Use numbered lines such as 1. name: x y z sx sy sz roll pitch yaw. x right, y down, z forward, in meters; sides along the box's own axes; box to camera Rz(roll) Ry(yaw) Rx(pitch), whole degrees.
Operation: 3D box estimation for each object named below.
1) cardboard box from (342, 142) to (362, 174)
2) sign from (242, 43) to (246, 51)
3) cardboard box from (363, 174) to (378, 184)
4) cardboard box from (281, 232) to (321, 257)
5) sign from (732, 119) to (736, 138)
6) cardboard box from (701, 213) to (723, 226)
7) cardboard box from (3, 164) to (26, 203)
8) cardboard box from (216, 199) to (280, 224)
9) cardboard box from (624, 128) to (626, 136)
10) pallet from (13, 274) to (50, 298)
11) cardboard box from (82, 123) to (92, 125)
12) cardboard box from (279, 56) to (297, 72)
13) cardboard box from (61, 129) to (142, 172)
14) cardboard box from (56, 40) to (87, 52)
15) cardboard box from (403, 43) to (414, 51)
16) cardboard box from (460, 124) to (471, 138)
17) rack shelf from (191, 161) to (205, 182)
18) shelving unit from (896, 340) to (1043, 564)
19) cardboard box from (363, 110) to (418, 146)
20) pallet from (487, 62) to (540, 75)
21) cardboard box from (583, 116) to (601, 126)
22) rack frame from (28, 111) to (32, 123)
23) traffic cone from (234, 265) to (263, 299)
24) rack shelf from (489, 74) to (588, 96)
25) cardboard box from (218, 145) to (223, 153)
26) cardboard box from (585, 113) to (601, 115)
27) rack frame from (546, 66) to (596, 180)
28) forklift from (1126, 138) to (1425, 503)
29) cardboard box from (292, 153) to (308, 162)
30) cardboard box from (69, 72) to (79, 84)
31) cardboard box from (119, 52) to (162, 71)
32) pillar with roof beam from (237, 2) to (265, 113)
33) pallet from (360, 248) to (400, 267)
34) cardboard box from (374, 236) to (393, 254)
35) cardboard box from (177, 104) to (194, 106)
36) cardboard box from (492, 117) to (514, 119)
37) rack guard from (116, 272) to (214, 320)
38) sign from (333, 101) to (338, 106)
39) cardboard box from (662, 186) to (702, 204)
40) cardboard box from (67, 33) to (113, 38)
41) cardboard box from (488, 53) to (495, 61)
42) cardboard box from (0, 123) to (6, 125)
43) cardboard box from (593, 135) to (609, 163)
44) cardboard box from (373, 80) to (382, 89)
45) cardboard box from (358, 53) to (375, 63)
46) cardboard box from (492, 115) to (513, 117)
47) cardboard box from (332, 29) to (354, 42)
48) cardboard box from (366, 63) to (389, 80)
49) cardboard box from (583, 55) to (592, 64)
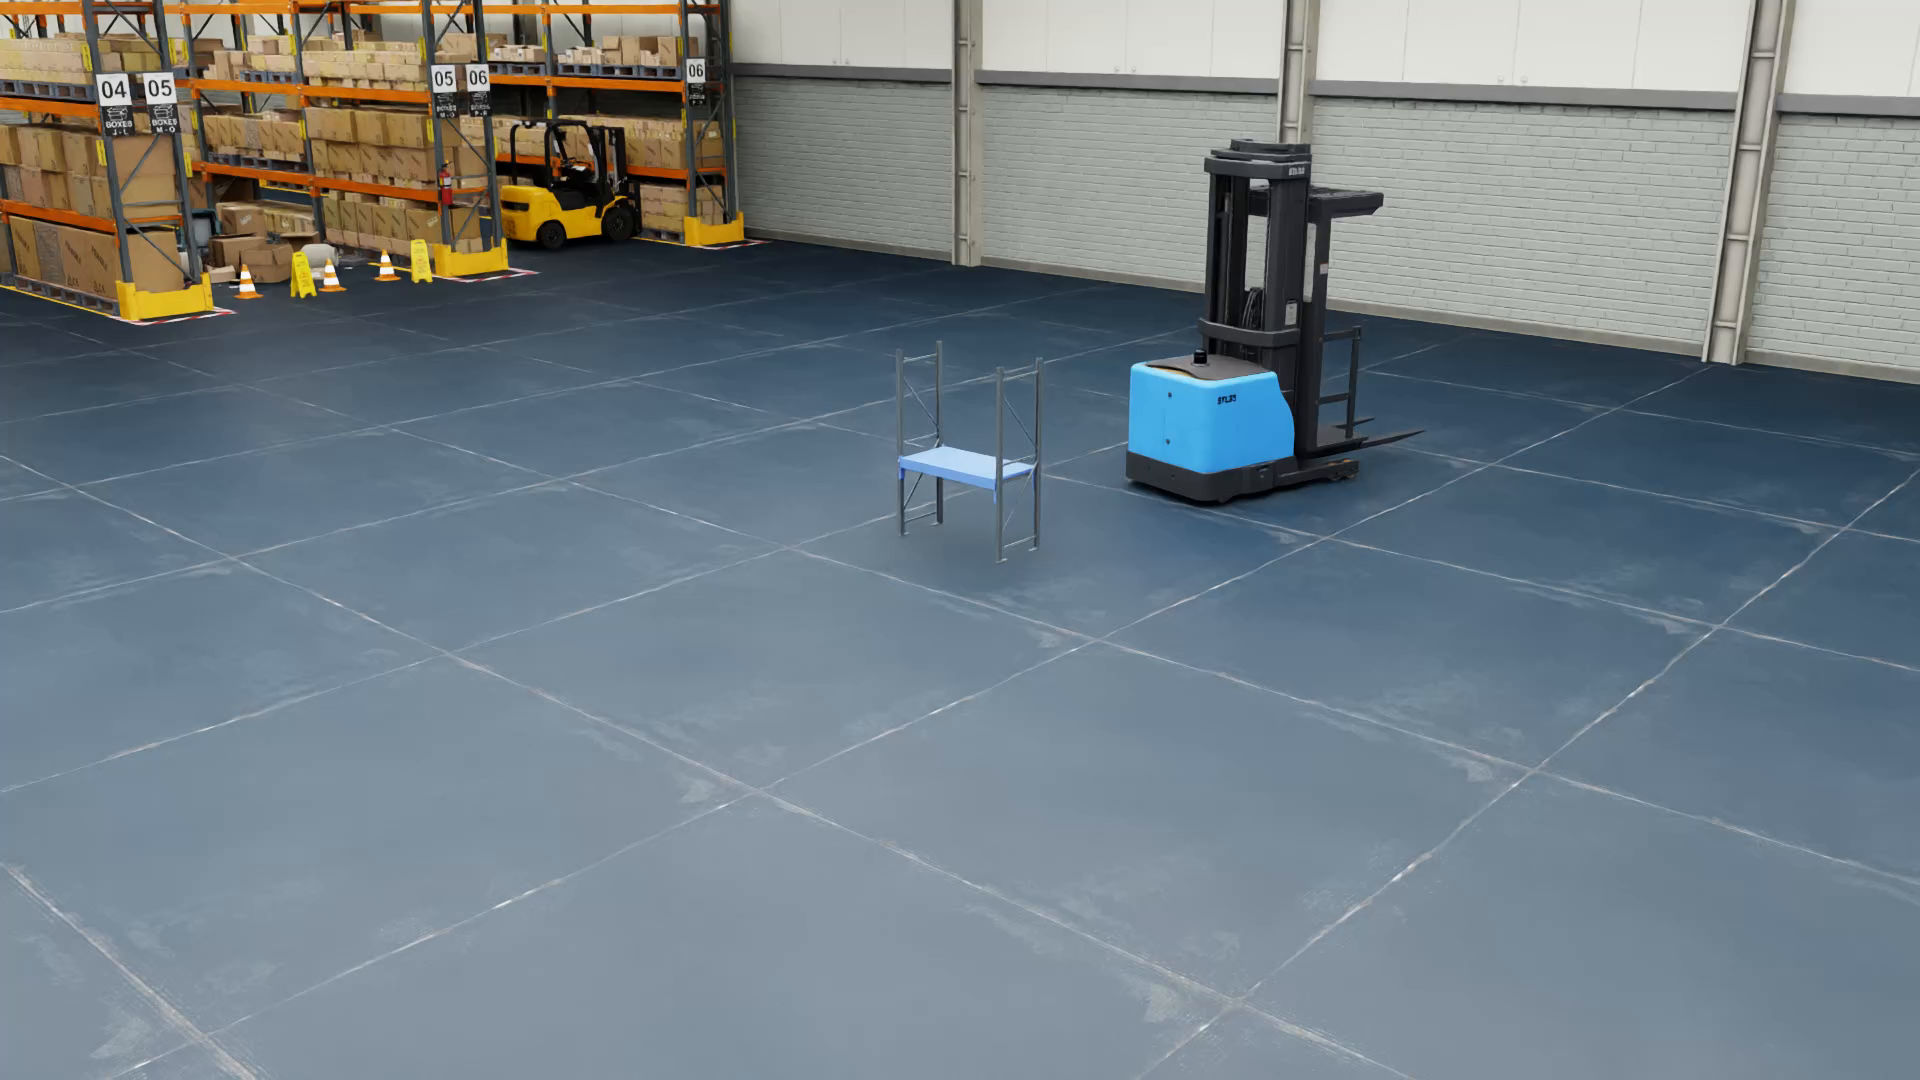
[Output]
1. cardboard box: -9.835 -6.345 27.487 0.500 0.500 0.500 15 23 39
2. sign: -13.367 -9.107 31.037 0.005 0.325 0.100 15 23 39
3. cardboard box: -9.556 -5.947 27.307 0.250 0.149 0.380 15 23 39
4. cardboard box: -10.838 -4.793 27.382 0.500 0.500 0.500 -3 18 -8
5. sign: -4.080 -7.401 29.912 0.005 0.325 0.100 15 23 39
6. cardboard box: -4.690 -5.859 30.465 0.500 0.250 0.500 15 23 39
7. cardboard box: -13.663 -5.366 24.812 0.550 0.550 0.875 15 23 39
8. cardboard box: -13.312 -6.141 31.153 0.625 0.372 0.950 13 22 36
9. cardboard box: -6.001 -7.512 30.586 0.250 0.149 0.380 15 23 39
10. pallet: -13.430 -3.866 24.945 1.213 0.211 1.003 15 23 39
11. cardboard box: -17.625 -8.297 34.132 0.500 0.500 0.500 14 23 38
12. cardboard box: -11.270 -8.149 28.424 0.500 0.250 0.500 14 23 38
13. cardboard box: -12.008 -5.465 23.339 0.550 0.550 0.875 15 23 39
14. cardboard box: -11.810 -6.593 22.206 0.250 0.149 0.380 16 23 40
15. cardboard box: -11.411 -10.304 34.759 0.250 0.149 0.380 15 23 38
16. cardboard box: -9.893 -8.354 33.899 0.500 0.250 0.500 16 24 41
17. rack shelf: -15.224 -7.368 32.557 4.000 0.370 1.077 15 23 39
18. shelving unit: 0.064 -0.698 12.831 1.048 1.500 0.538 15 23 39
19. cardboard box: -9.095 -6.604 26.653 0.500 0.500 0.700 15 23 39
20. pallet: -9.031 -9.433 33.228 1.213 0.211 1.003 16 24 42
21. cardboard box: -6.826 -7.841 31.130 0.250 0.149 0.380 16 23 40
22. rack frame: -19.712 -8.915 36.245 0.127 3.000 1.000 15 23 39
23. traffic cone: -10.410 -3.781 24.261 0.334 0.463 0.336 15 23 39
24. rack shelf: -8.941 -9.118 33.114 4.000 0.370 1.077 15 23 39
25. cardboard box: -13.420 -7.218 30.617 0.250 0.149 0.380 13 22 36
26. cardboard box: -7.005 -8.132 32.049 0.250 0.149 0.380 15 23 39
27. rack frame: -7.445 -7.630 32.194 0.127 3.000 1.000 15 23 39
28. forklift: 2.954 -2.036 14.680 3.031 2.935 1.130 -12 21 -34
29. cardboard box: -11.305 -6.627 28.756 0.250 0.149 0.380 15 23 40
30. cardboard box: -11.616 -6.161 22.163 0.250 0.149 0.380 15 23 40
31. cardboard box: -11.145 -6.465 22.463 0.500 0.250 0.500 15 23 39
32. pillar with roof beam: -20.696 -12.670 38.157 0.400 9.000 9.100 15 23 39
33. pallet: -9.294 -4.805 27.903 1.213 0.211 1.003 15 23 39
34. cardboard box: -9.305 -4.903 27.454 0.500 0.250 0.500 14 22 37
35. cardboard box: -14.678 -7.979 31.476 0.500 0.500 0.500 16 23 40
36. cardboard box: -9.163 -8.372 33.295 0.250 0.149 0.380 15 23 39
37. rack guard: -10.937 -3.366 22.892 0.348 0.500 1.175 15 23 39
38. sign: -13.783 -9.524 36.732 0.005 0.325 0.100 15 23 39
39. cardboard box: -5.004 -6.215 29.933 0.500 0.250 0.500 16 24 41
40. cardboard box: -17.750 -10.102 33.996 0.797 0.503 0.637 -16 24 -41
41. cardboard box: -9.046 -9.494 32.666 0.250 0.149 0.380 15 23 39
42. cardboard box: -15.086 -6.193 25.847 0.500 0.500 0.700 15 23 40
43. cardboard box: -6.506 -7.327 31.074 0.500 0.500 0.500 15 23 39
44. cardboard box: -9.137 -7.284 26.563 0.250 0.149 0.380 14 22 38
45. cardboard box: -9.363 -7.694 26.535 0.250 0.149 0.380 16 23 41
46. cardboard box: -9.406 -8.643 34.151 0.250 0.149 0.380 14 23 38
47. cardboard box: -13.435 -10.993 36.213 0.258 0.266 0.396 15 23 39
48. cardboard box: -9.073 -7.449 26.421 0.500 0.250 0.500 16 24 41
49. cardboard box: -6.736 -8.874 30.713 0.250 0.149 0.380 16 24 41
